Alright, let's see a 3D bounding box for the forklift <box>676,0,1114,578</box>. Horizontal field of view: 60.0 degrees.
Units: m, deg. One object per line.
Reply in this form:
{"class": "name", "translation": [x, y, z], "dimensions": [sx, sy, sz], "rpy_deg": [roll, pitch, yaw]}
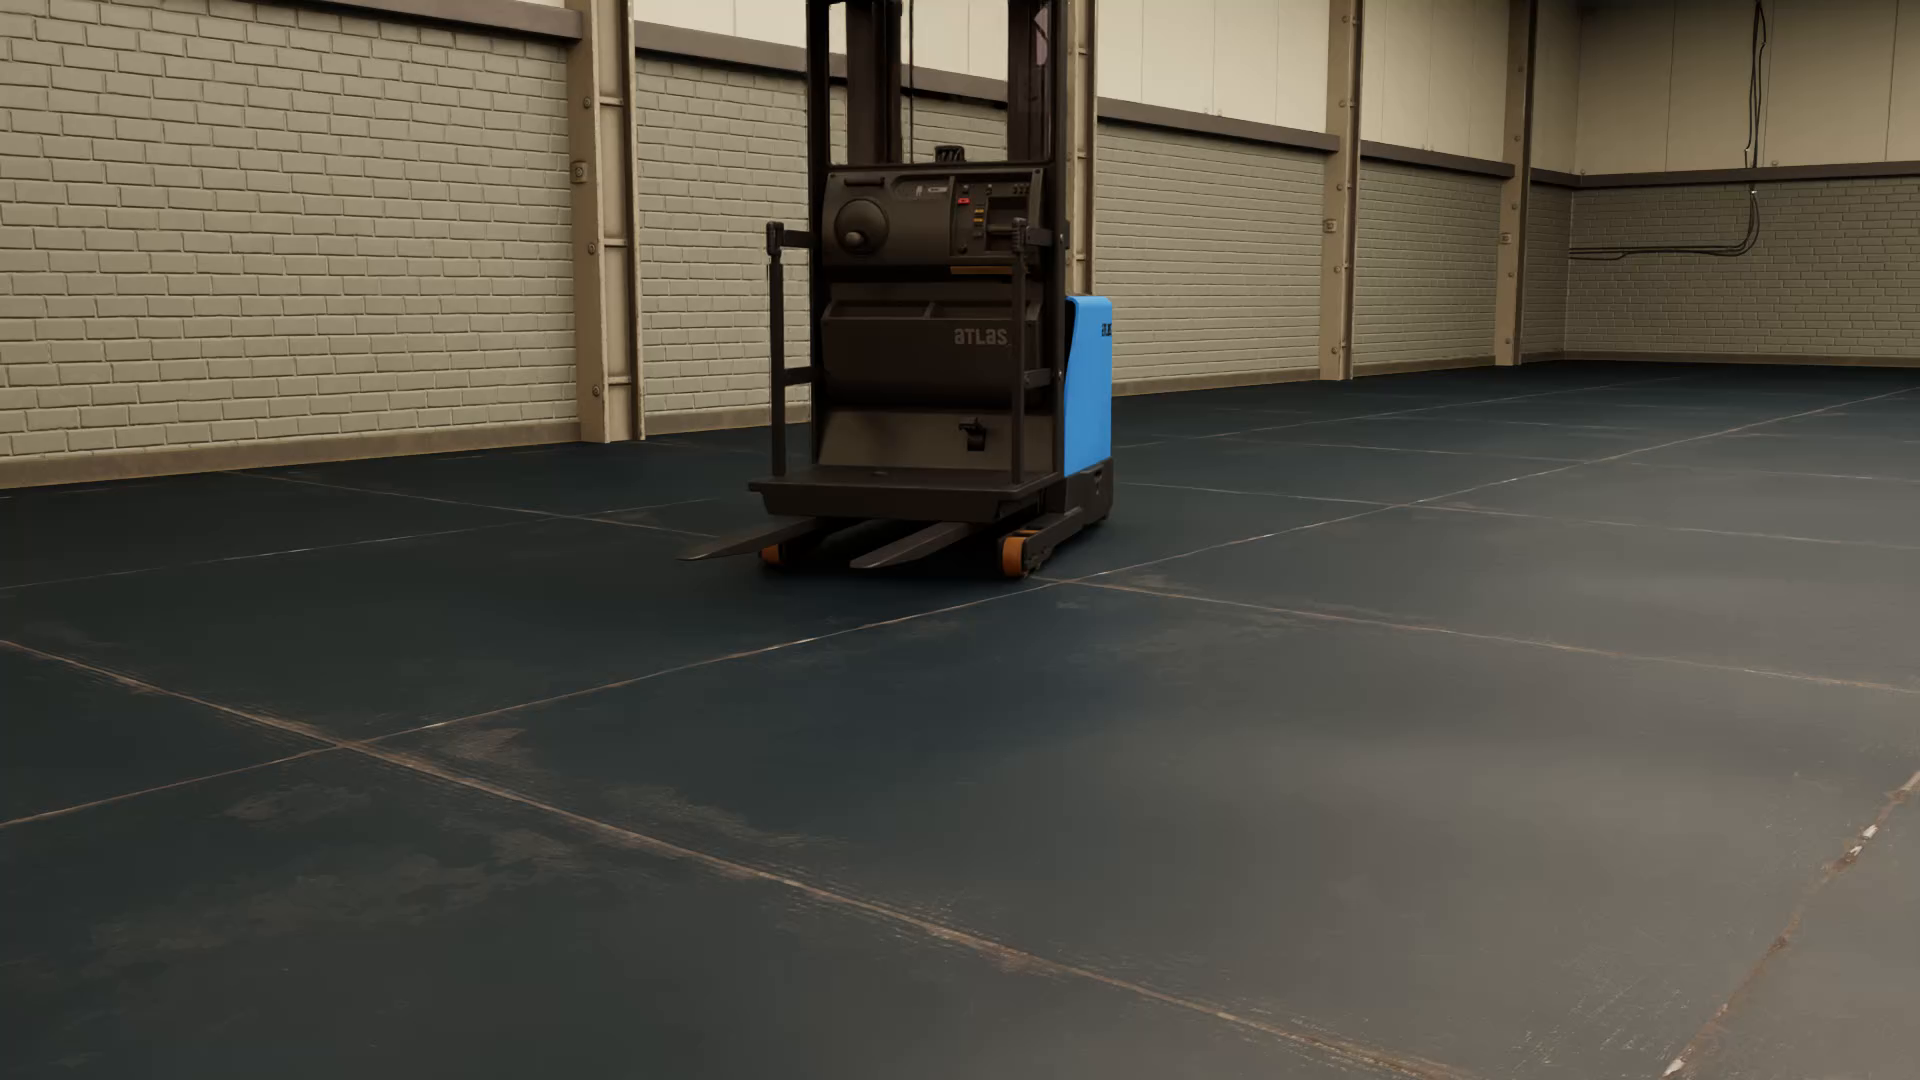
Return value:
{"class": "forklift", "translation": [-0.176, -1.366, 6.616], "dimensions": [1.130, 2.935, 3.031], "rpy_deg": [3, 9, 17]}
